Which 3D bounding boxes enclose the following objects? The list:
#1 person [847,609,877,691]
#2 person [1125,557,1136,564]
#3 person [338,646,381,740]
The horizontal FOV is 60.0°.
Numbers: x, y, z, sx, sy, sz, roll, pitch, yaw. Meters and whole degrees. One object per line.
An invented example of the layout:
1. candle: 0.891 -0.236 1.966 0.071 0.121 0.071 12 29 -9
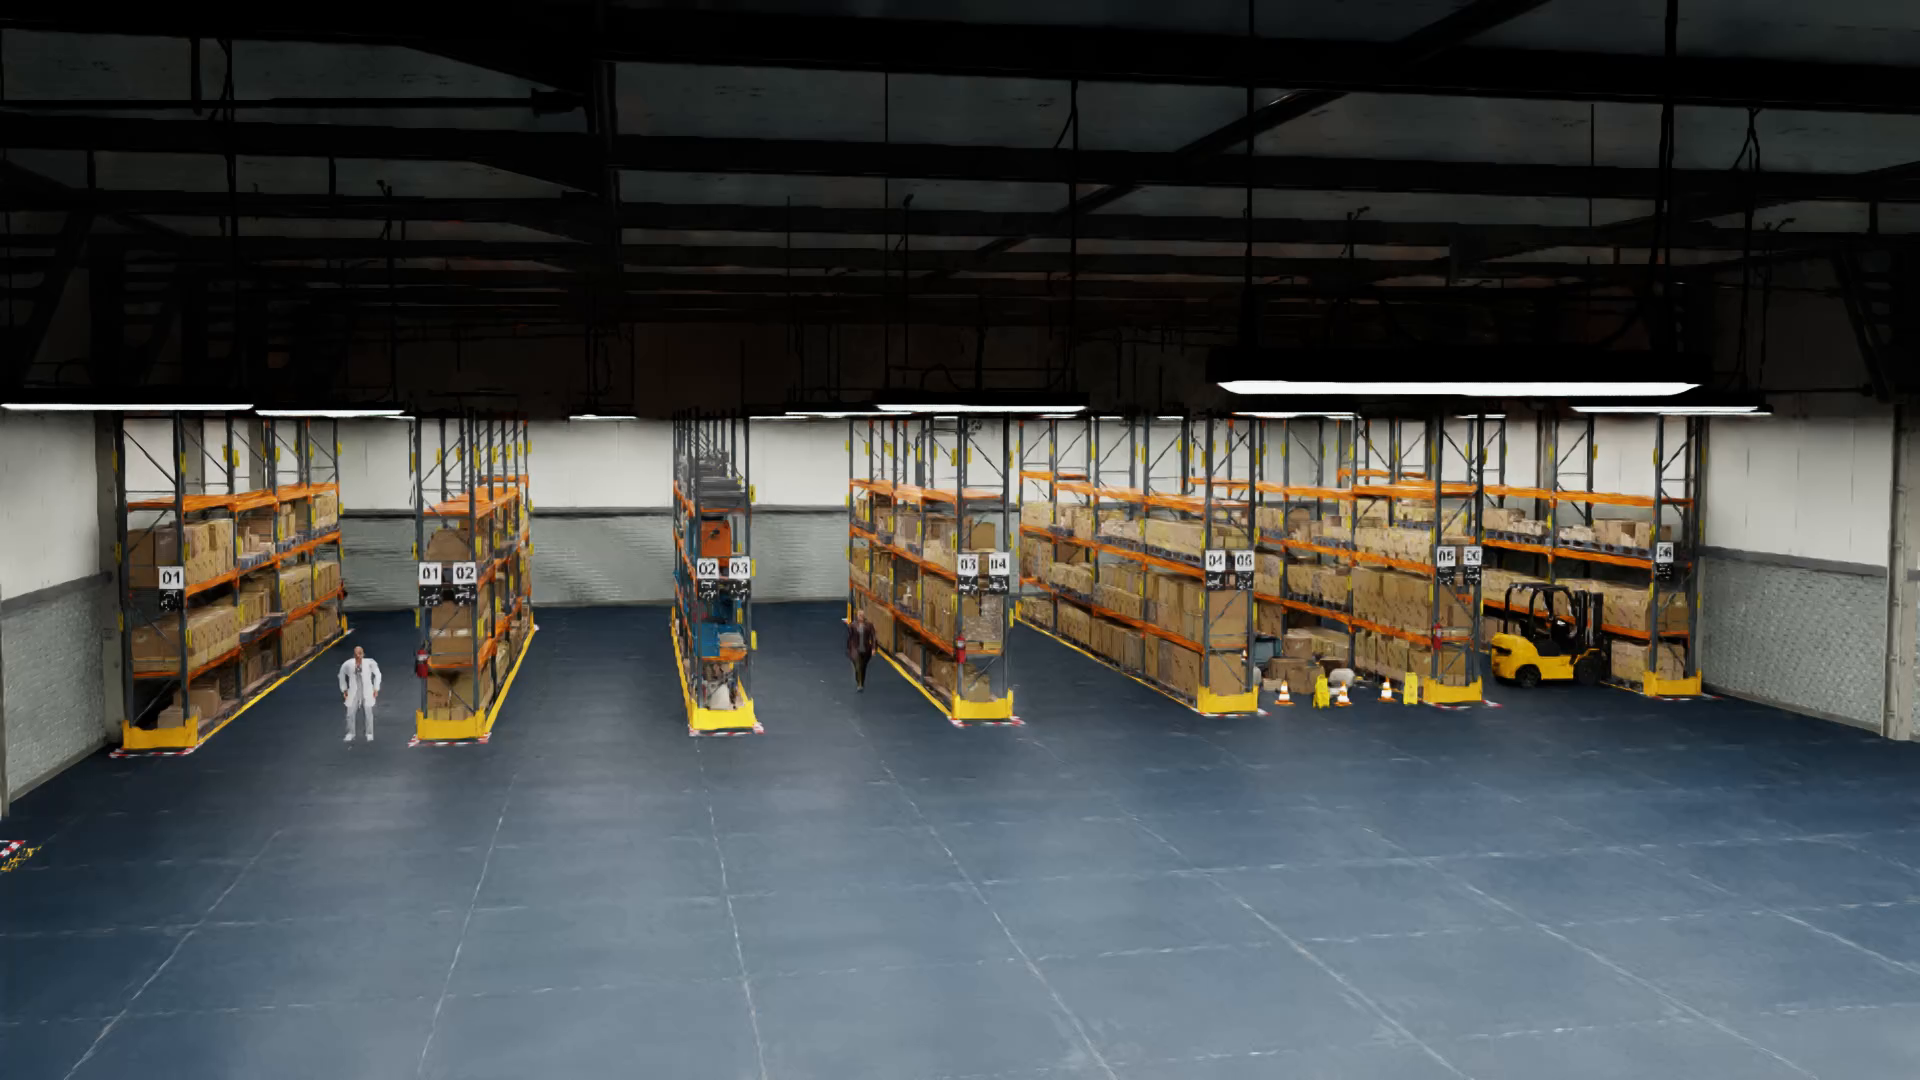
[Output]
1. person: -2.091 2.381 35.510 0.603 1.628 1.111 -1 4 -12
2. person: 5.314 1.289 50.645 0.491 1.655 0.652 -3 5 -37
3. person: -10.760 2.741 29.825 0.729 1.733 0.546 -1 4 -13
